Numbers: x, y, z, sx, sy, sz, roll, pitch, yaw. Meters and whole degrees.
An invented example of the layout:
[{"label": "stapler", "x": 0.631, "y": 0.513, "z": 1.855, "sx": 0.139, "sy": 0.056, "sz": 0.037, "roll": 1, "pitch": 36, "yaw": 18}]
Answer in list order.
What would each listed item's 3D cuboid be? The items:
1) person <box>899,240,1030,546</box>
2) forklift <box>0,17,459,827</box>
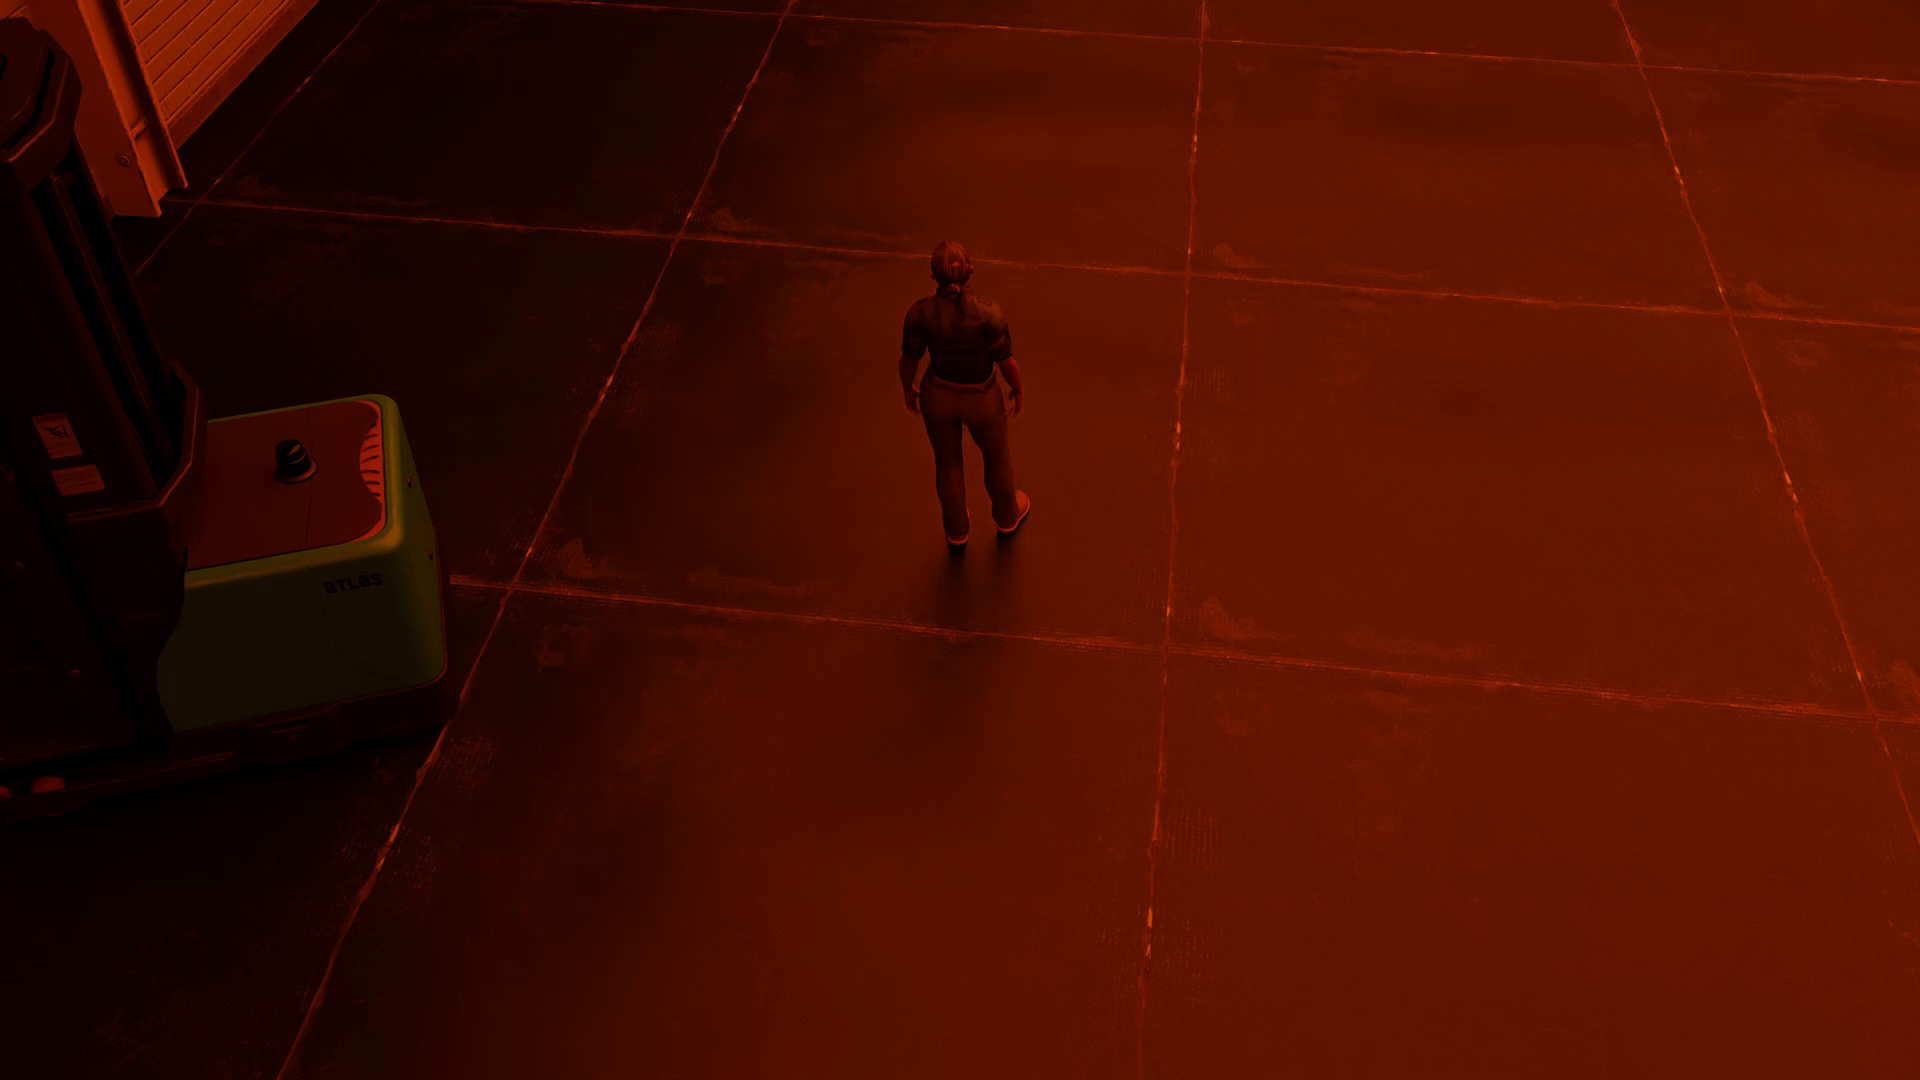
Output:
[{"label": "person", "x": 0.031, "y": -0.671, "z": 7.388, "sx": 0.570, "sy": 1.654, "sz": 0.504, "roll": 5, "pitch": 43, "yaw": 6}, {"label": "forklift", "x": -3.691, "y": -0.334, "z": 6.088, "sx": 3.031, "sy": 2.935, "sz": 1.130, "roll": -11, "pitch": 44, "yaw": -12}]
